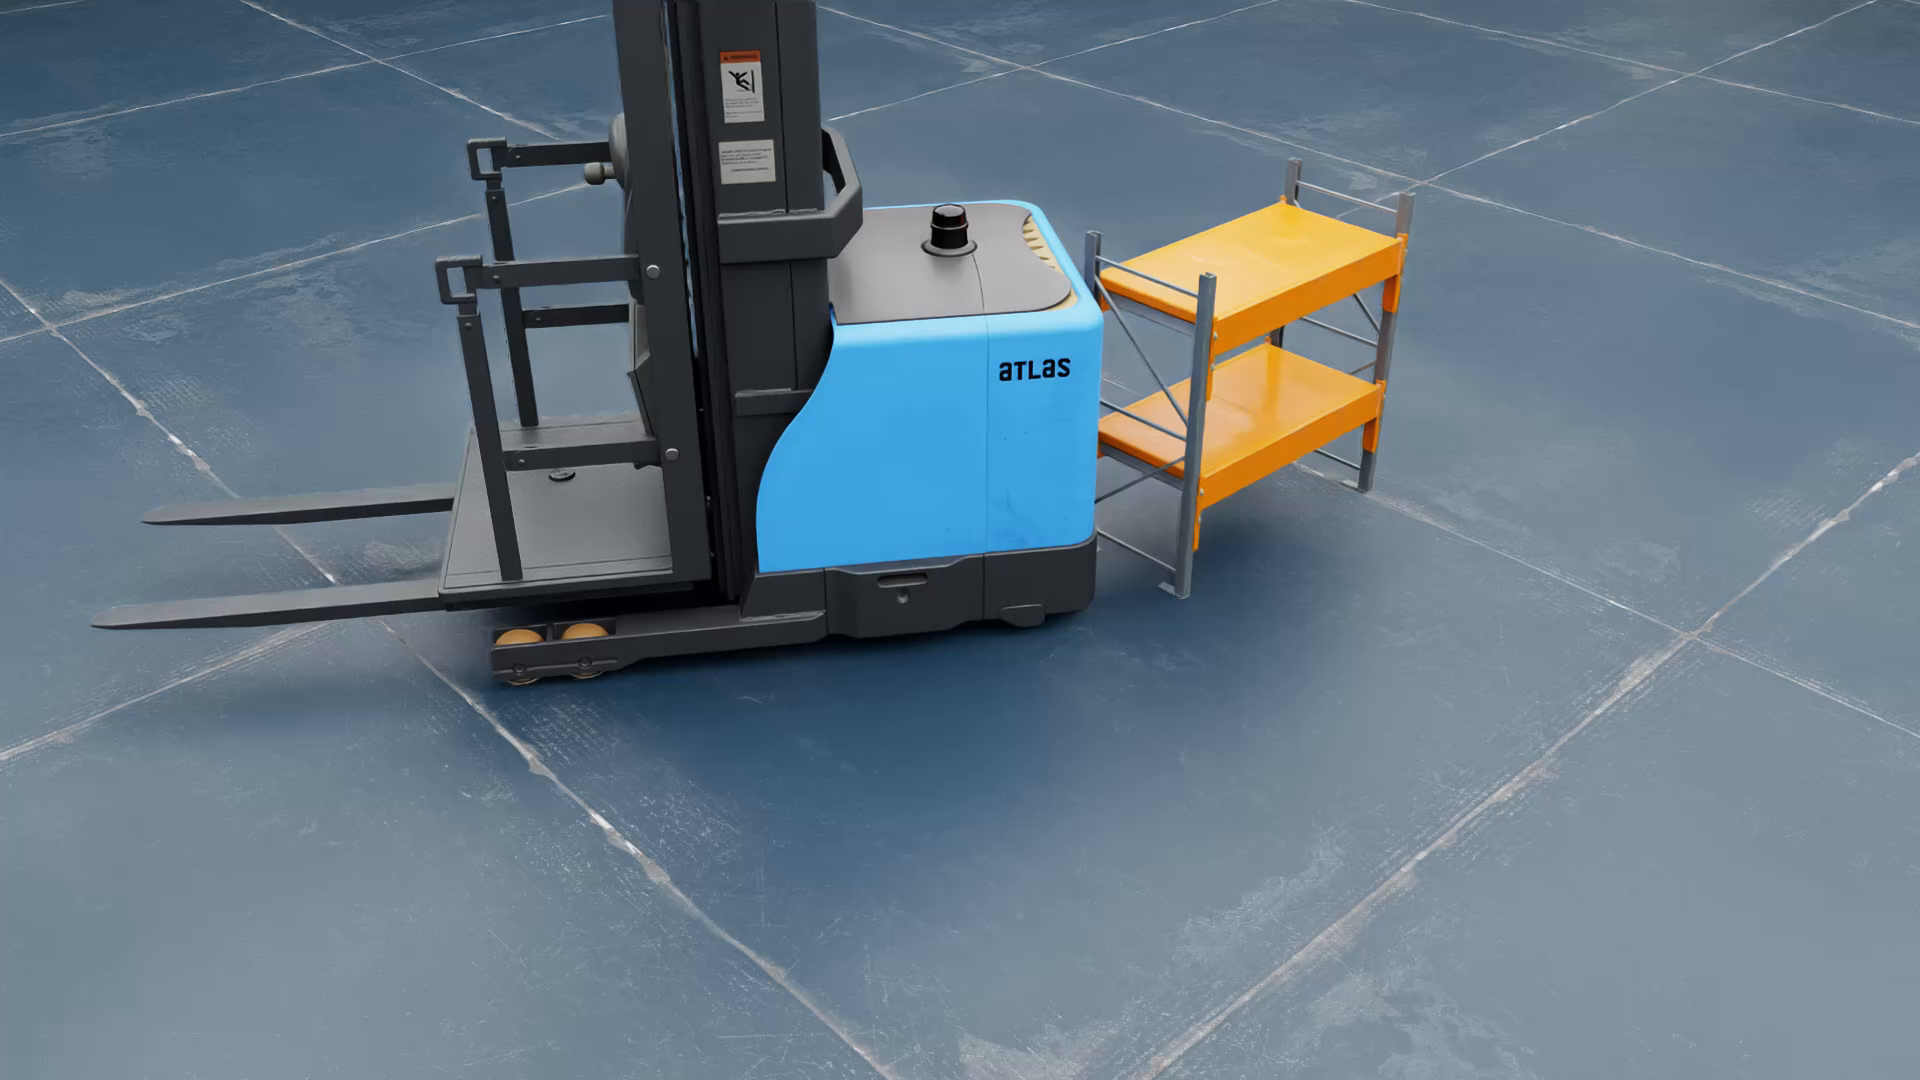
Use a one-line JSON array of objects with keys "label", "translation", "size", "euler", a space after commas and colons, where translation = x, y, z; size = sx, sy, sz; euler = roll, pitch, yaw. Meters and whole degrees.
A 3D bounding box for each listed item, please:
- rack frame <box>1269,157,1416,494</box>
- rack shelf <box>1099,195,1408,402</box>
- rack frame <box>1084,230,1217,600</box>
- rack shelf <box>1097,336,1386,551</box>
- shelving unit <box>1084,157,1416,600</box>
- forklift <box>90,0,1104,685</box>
[{"label": "rack frame", "translation": [1.314, -0.746, 5.892], "size": [0.032, 1.125, 0.500], "euler": [-26, 40, -36]}, {"label": "rack shelf", "translation": [0.942, -0.815, 5.443], "size": [1.000, 0.278, 0.538], "euler": [-26, 40, -36]}, {"label": "rack frame", "translation": [0.571, -0.384, 5.300], "size": [0.032, 1.125, 0.500], "euler": [-26, 40, -36]}, {"label": "rack shelf", "translation": [0.942, -0.356, 5.723], "size": [1.000, 0.278, 0.538], "euler": [-26, 40, -36]}, {"label": "shelving unit", "translation": [0.942, -0.565, 5.596], "size": [1.048, 1.125, 0.538], "euler": [-26, 40, -36]}, {"label": "forklift", "translation": [-1.134, -1.110, 4.756], "size": [3.031, 2.935, 1.130], "euler": [-5, 32, -8]}]
